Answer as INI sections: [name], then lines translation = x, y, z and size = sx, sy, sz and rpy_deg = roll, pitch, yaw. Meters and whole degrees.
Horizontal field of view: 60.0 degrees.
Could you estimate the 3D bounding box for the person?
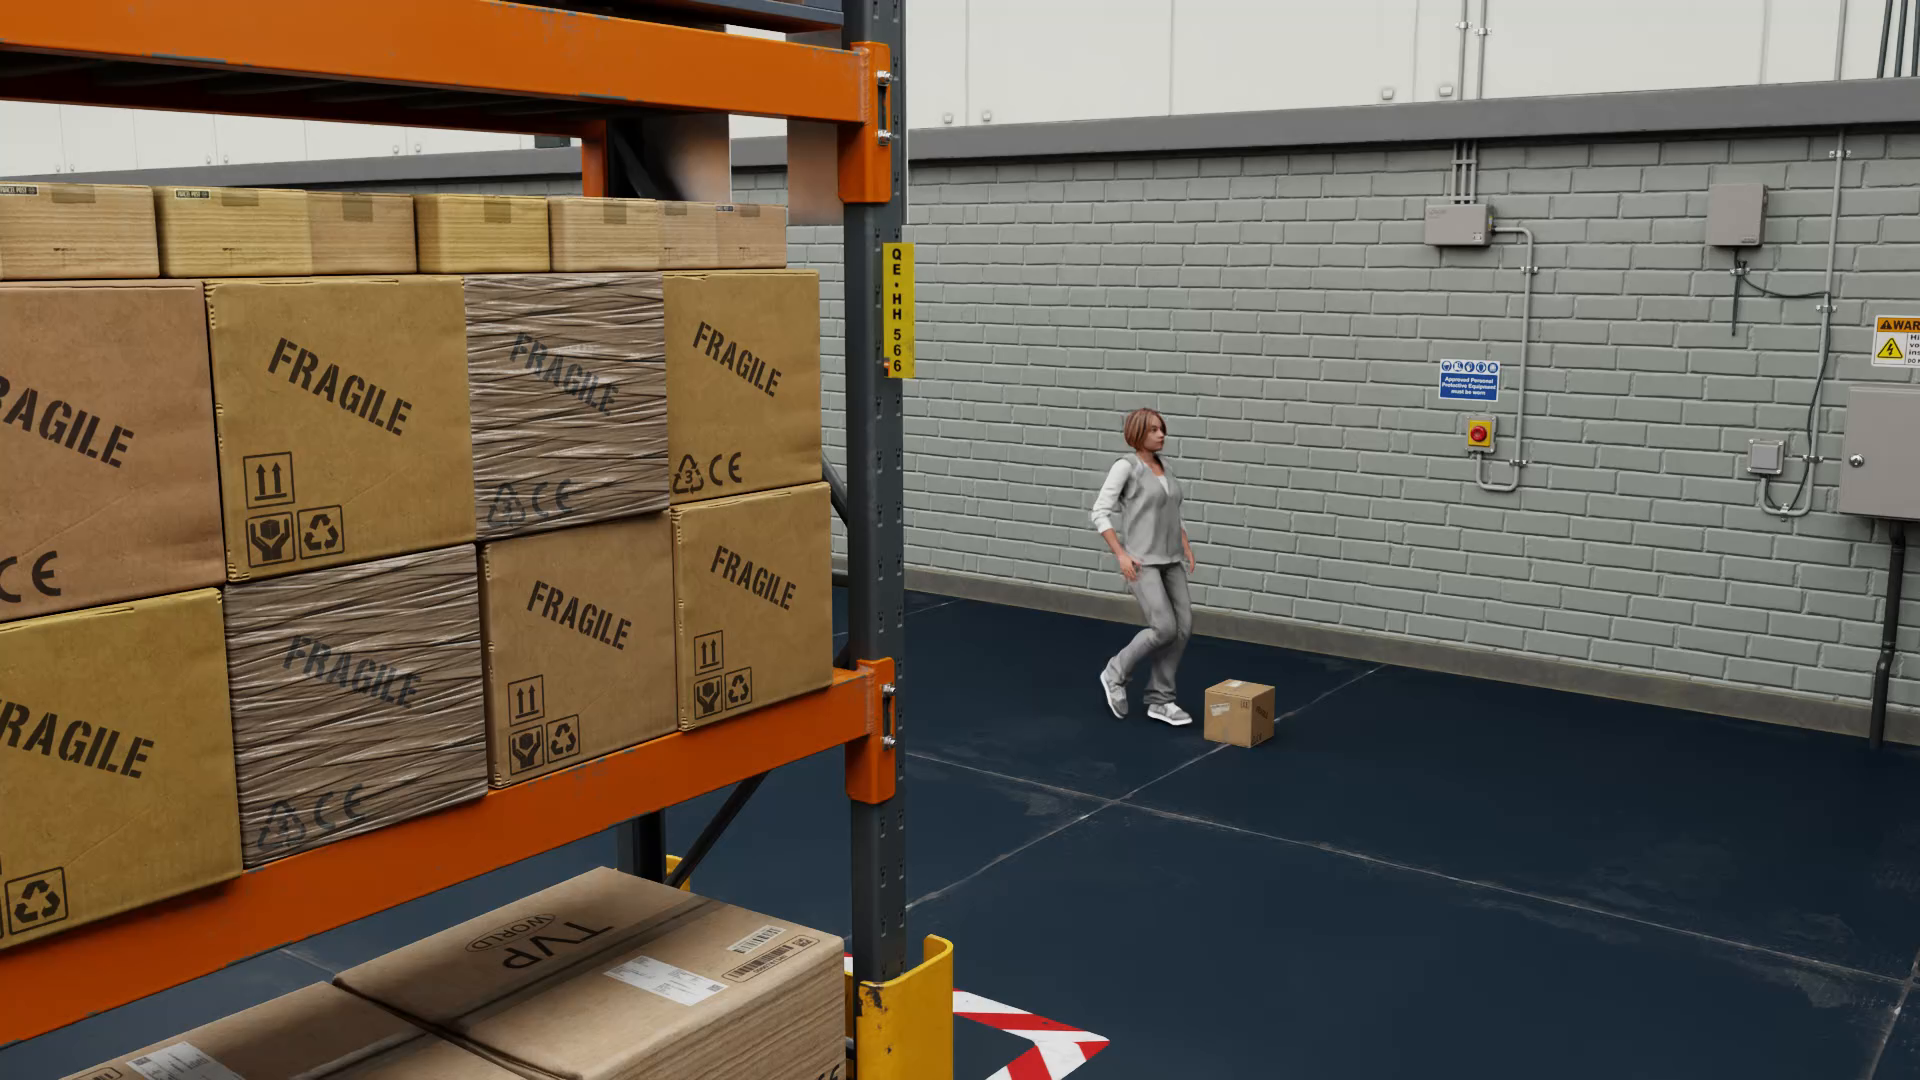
[person]
translation = 0.970, 0.131, 8.251
size = 0.468, 1.562, 0.528
rpy_deg = 10, 14, 44
